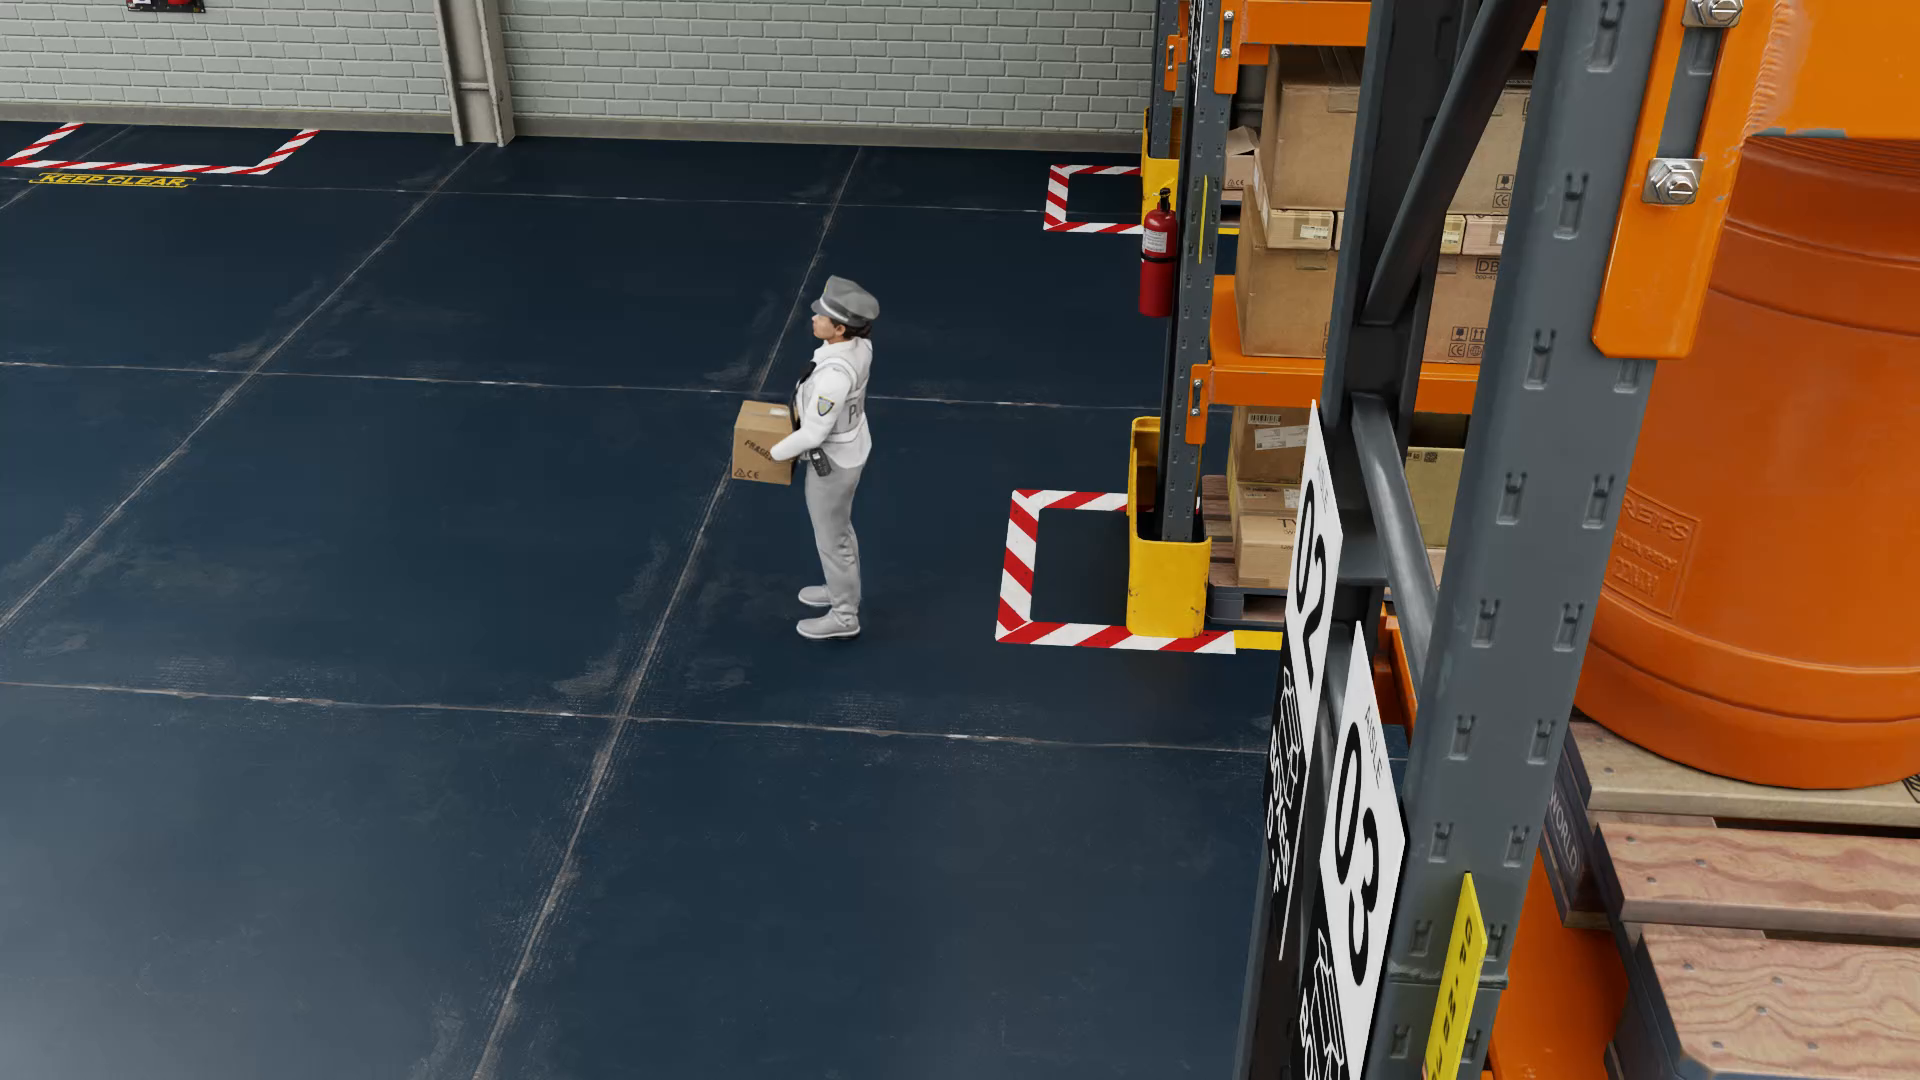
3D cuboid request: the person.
[{"bbox_3d":[-0.595,-0.343,7.145,0.543,1.700,0.471,5,32,8],"label":"person"}]
